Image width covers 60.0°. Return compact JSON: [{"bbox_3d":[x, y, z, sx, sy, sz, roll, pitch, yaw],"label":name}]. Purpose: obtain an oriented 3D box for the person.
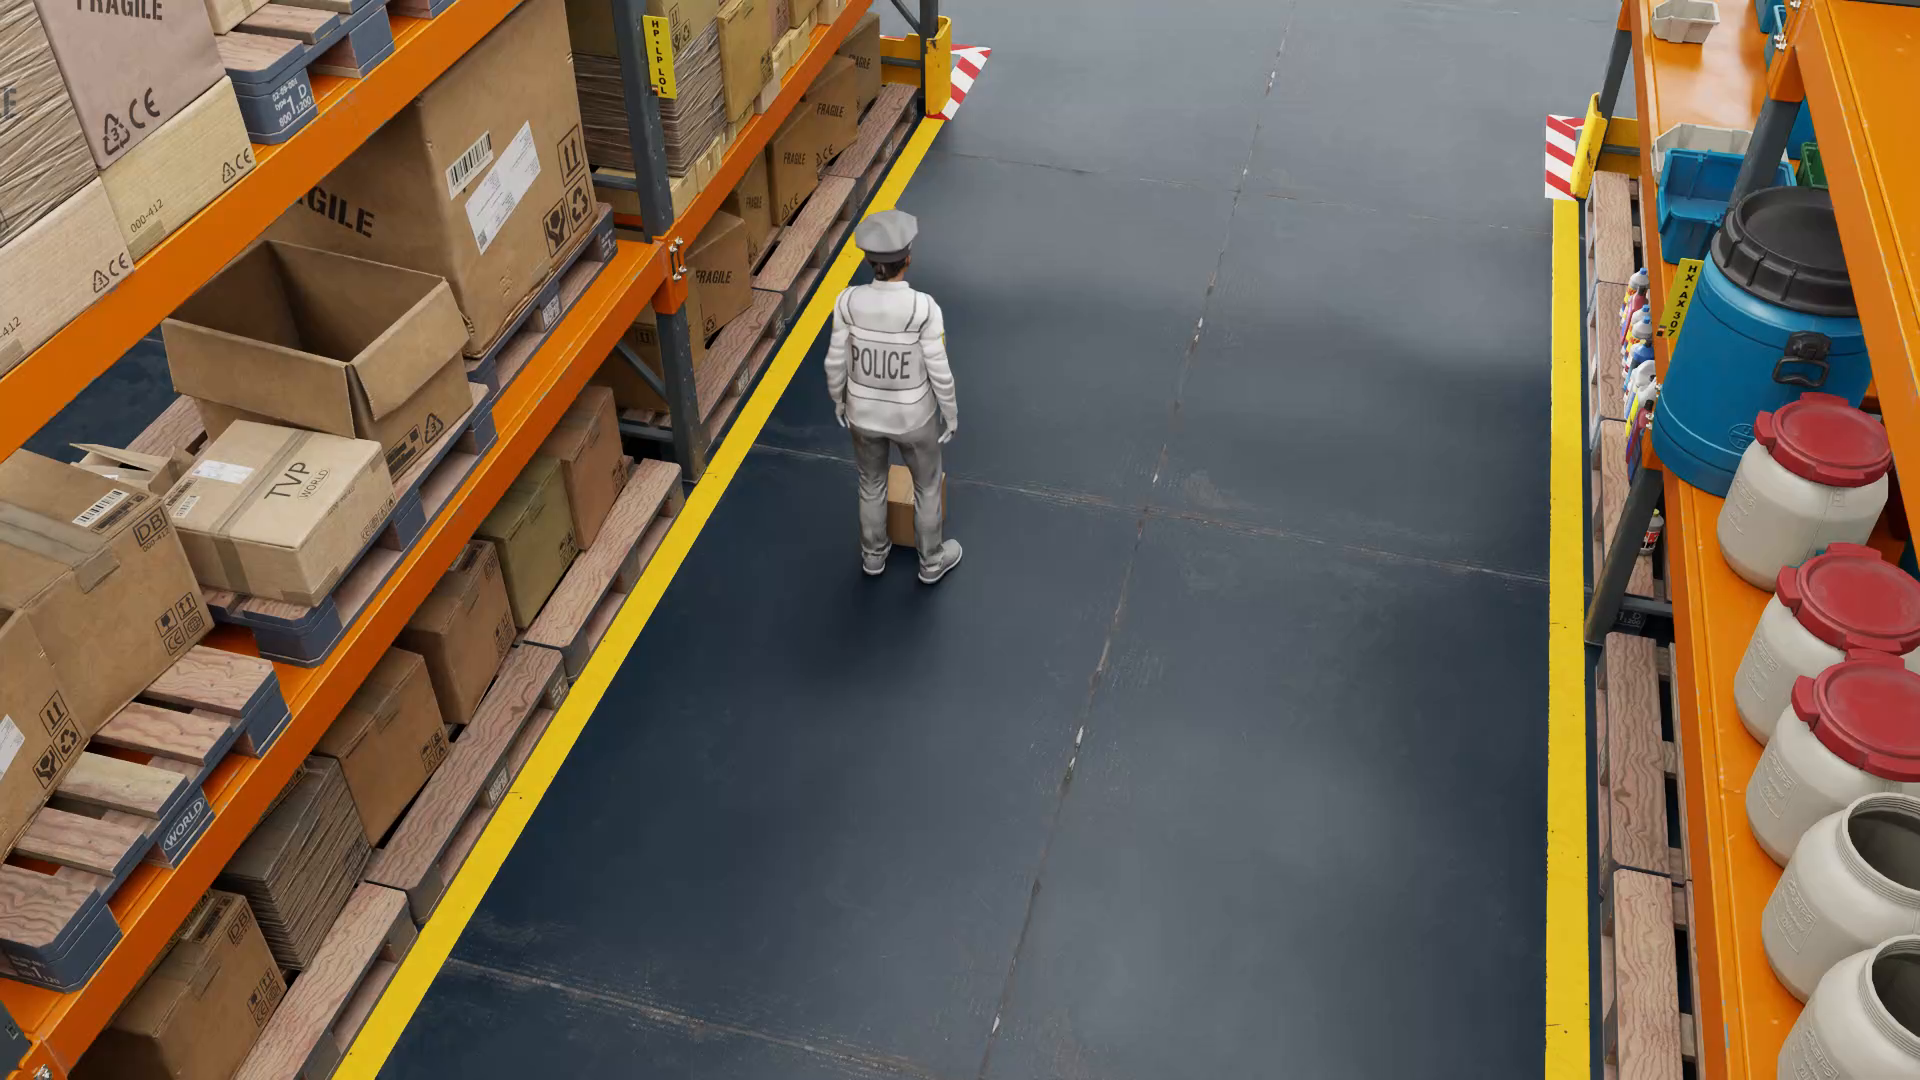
[{"bbox_3d":[-0.270,-0.525,6.754,0.533,1.663,0.379,10,42,11],"label":"person"}]
